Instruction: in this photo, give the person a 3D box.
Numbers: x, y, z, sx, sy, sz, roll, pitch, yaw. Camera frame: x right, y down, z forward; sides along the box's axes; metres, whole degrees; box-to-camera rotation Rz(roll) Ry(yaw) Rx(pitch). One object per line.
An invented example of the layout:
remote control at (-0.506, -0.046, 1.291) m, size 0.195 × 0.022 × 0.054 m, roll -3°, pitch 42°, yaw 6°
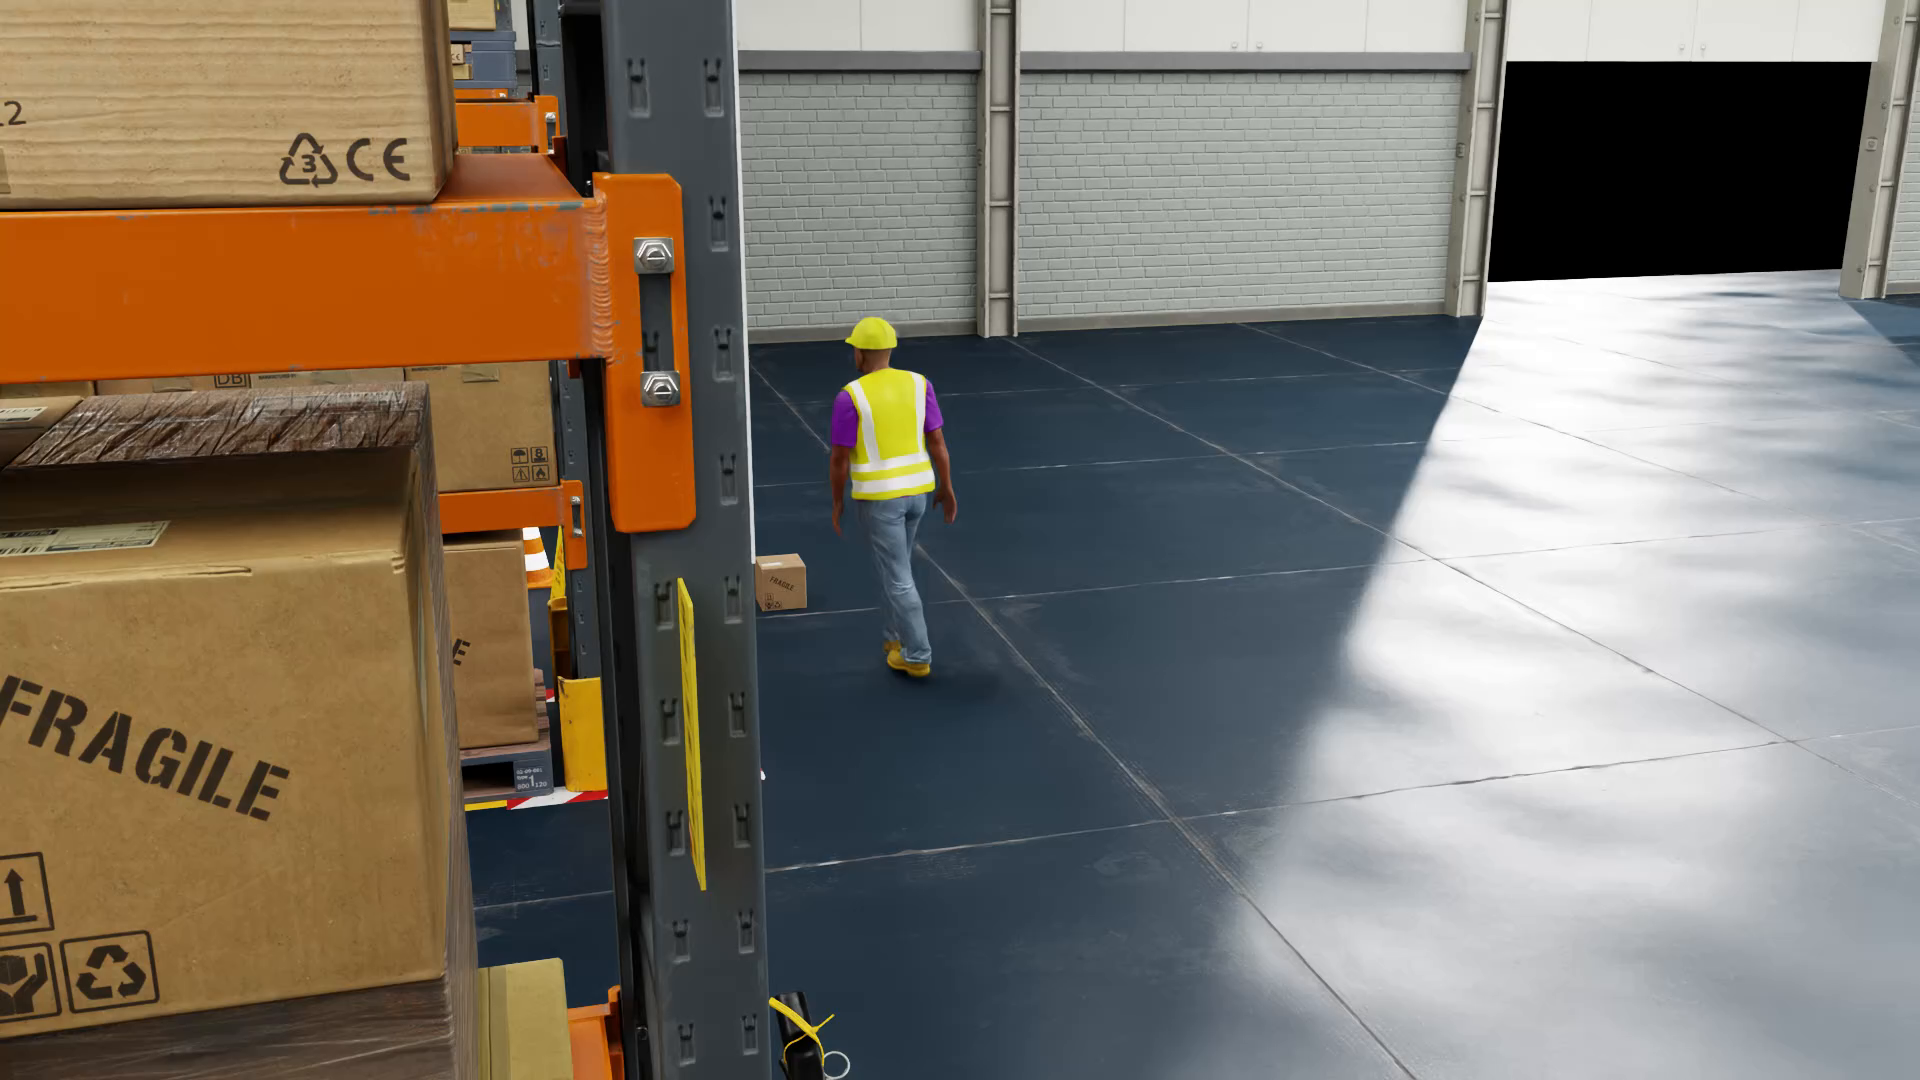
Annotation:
person at (-0.347, -0.193, 8.213) m, size 0.606 × 1.795 × 0.641 m, roll -12°, pitch 20°, yaw -35°
